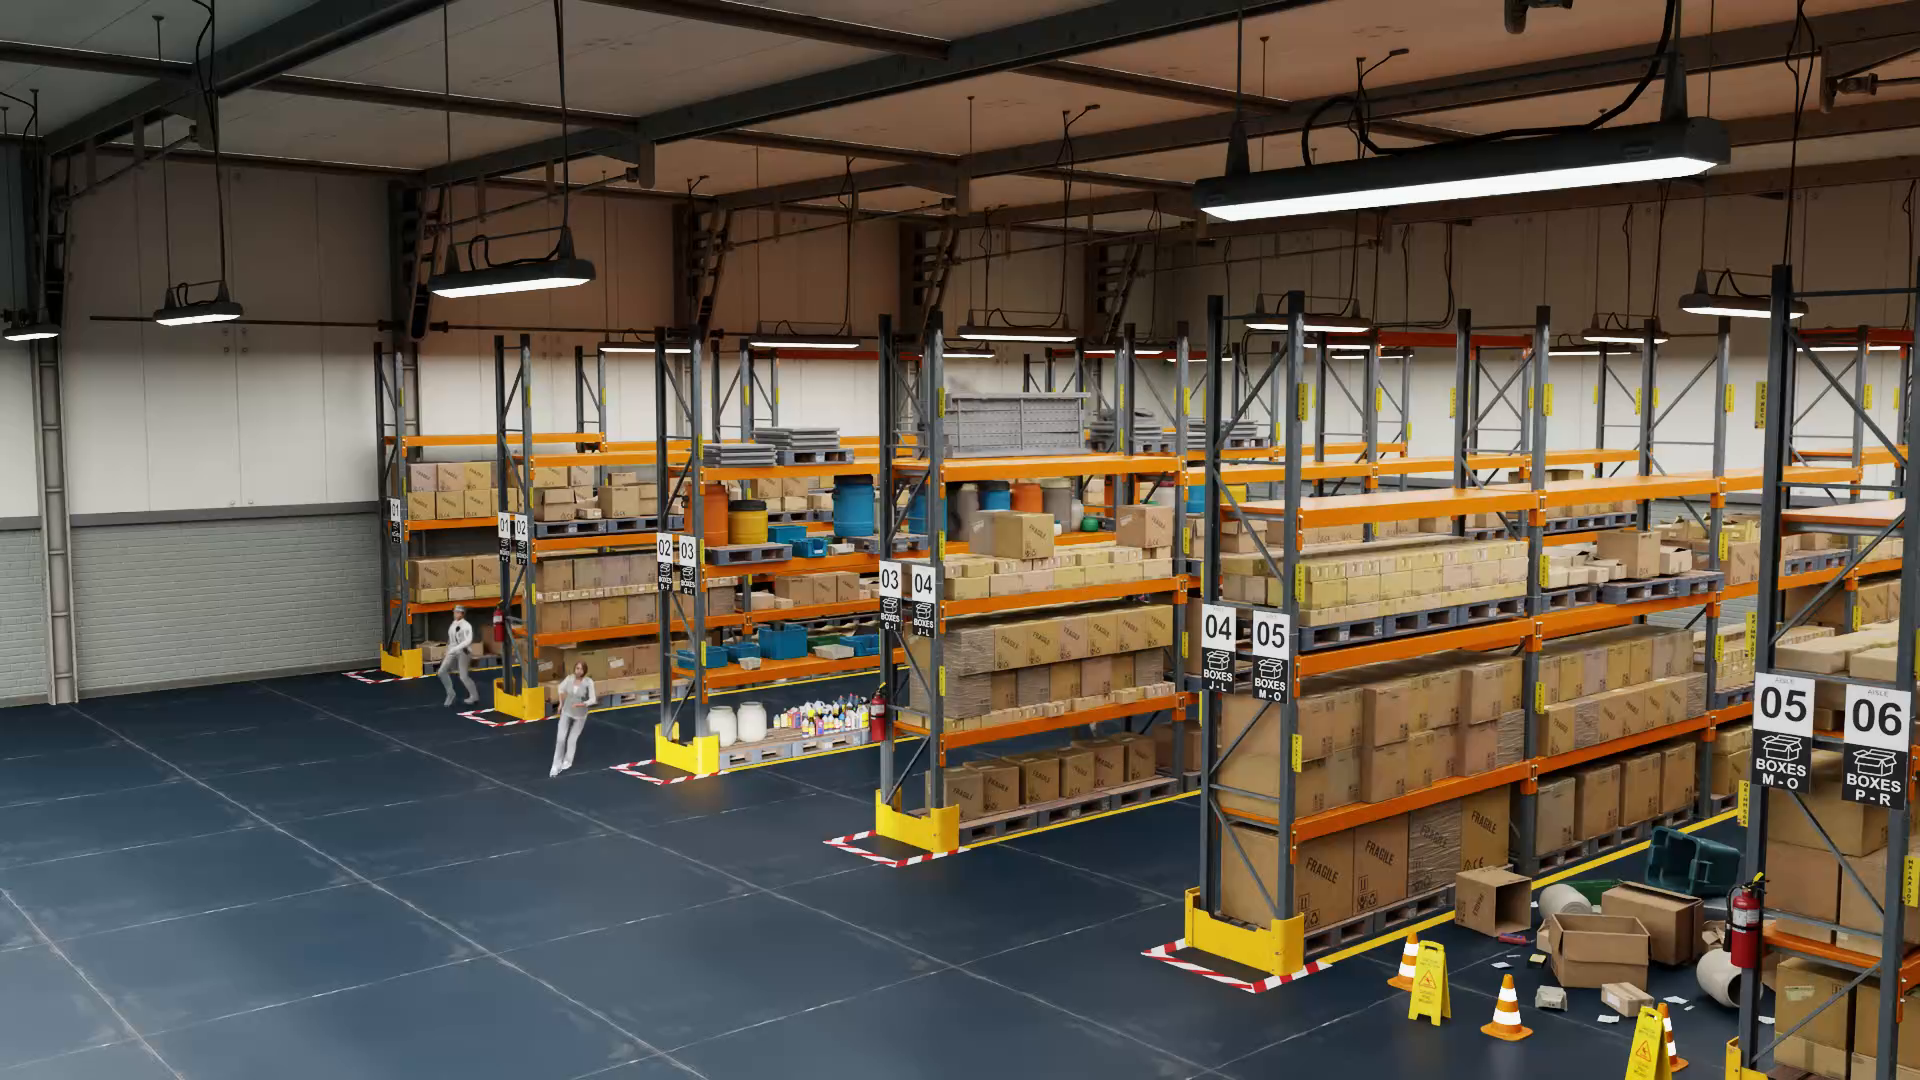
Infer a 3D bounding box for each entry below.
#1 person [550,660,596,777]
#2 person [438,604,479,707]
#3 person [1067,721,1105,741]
[{"bbox_3d":[-5.188,2.426,22.312,0.619,1.477,0.631,0,5,-5],"label":"person"},{"bbox_3d":[-8.148,1.871,27.093,0.625,1.700,0.652,4,7,39],"label":"person"},{"bbox_3d":[1.750,2.211,22.850,0.671,1.801,0.728,5,7,41],"label":"person"}]
